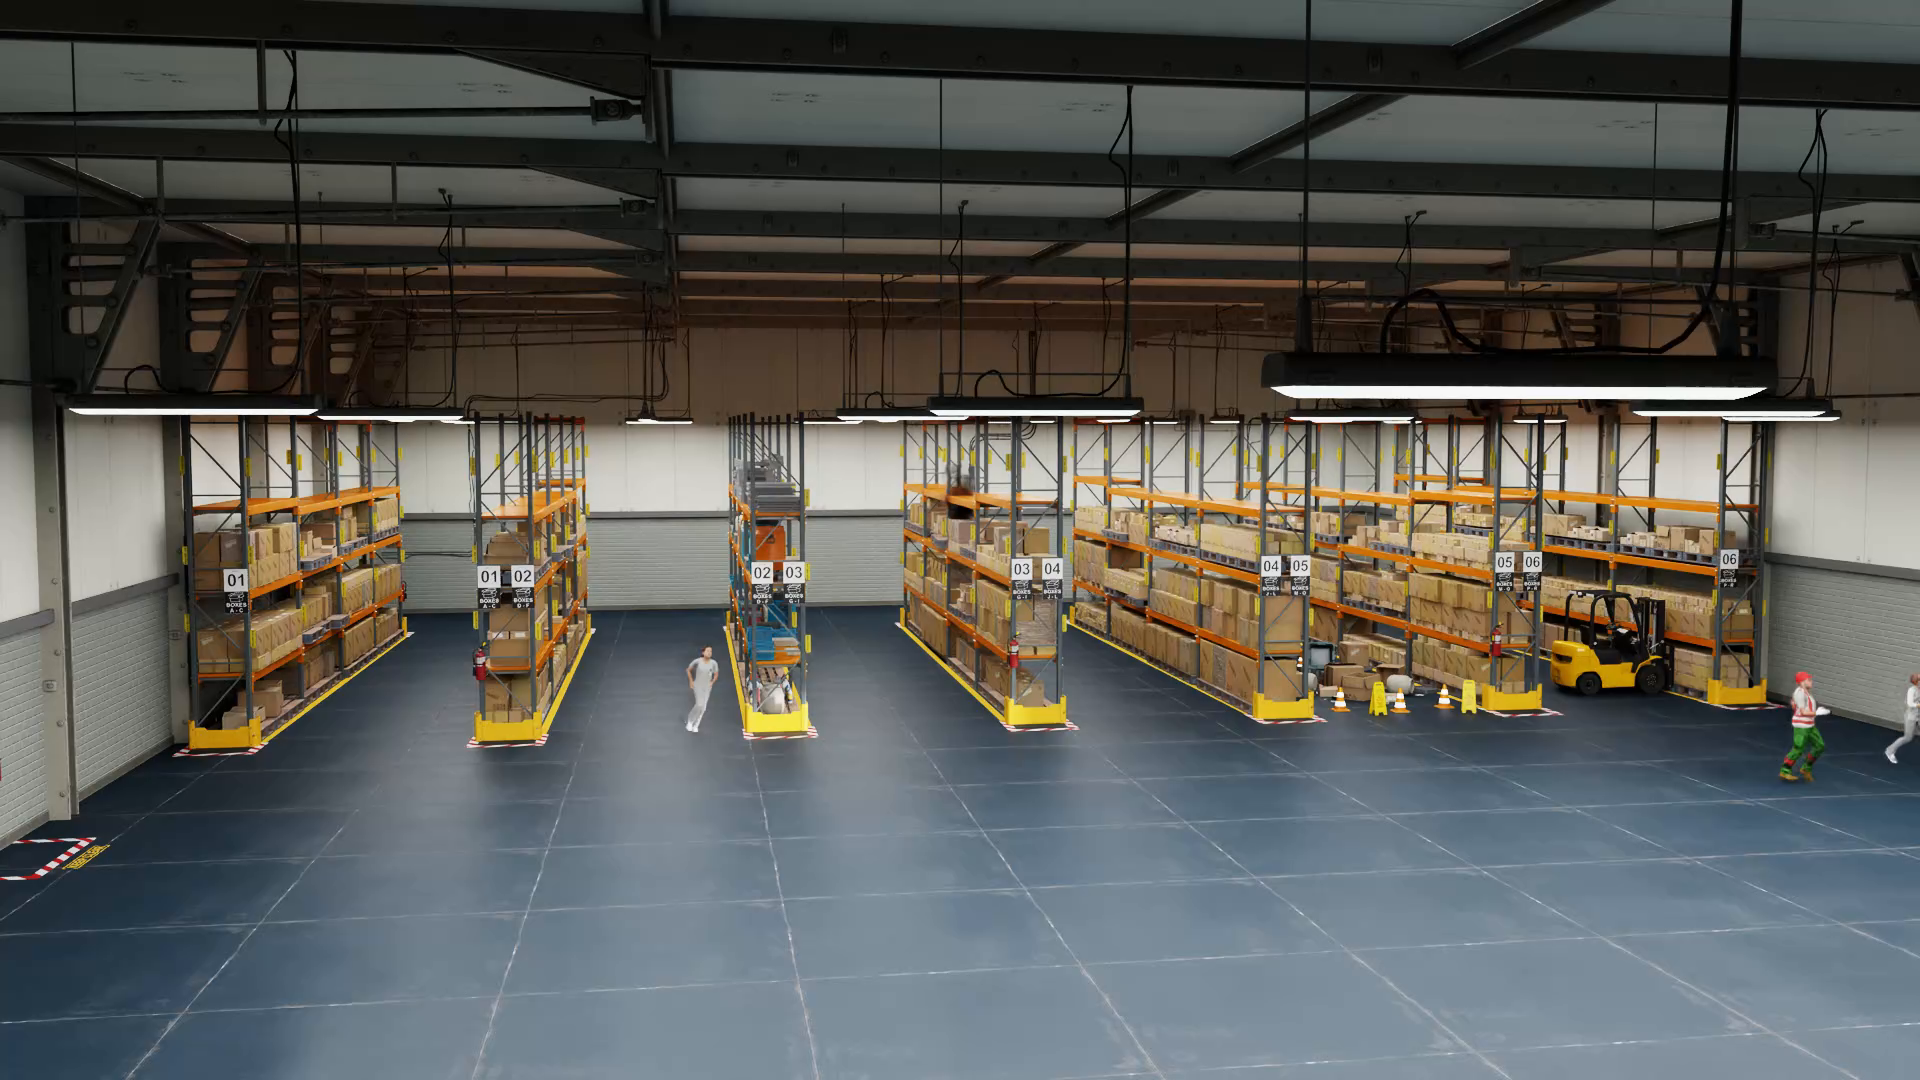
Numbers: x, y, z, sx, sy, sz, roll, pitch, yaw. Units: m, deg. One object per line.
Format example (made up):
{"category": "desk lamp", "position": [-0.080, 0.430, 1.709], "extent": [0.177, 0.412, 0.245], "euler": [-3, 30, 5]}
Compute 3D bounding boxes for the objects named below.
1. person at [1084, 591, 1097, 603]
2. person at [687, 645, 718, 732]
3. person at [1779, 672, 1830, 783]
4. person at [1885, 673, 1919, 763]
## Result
{"category": "person", "position": [4.001, 1.520, 49.844], "extent": [0.550, 1.661, 0.591], "euler": [-1, 4, -14]}
{"category": "person", "position": [-4.818, 2.787, 31.209], "extent": [0.607, 1.623, 0.542], "euler": [-2, 4, -28]}
{"category": "person", "position": [13.573, 3.022, 26.674], "extent": [0.705, 1.824, 0.652], "euler": [3, 5, 40]}
{"category": "person", "position": [15.930, 3.012, 27.796], "extent": [0.558, 1.606, 0.837], "euler": [-2, 5, -31]}
